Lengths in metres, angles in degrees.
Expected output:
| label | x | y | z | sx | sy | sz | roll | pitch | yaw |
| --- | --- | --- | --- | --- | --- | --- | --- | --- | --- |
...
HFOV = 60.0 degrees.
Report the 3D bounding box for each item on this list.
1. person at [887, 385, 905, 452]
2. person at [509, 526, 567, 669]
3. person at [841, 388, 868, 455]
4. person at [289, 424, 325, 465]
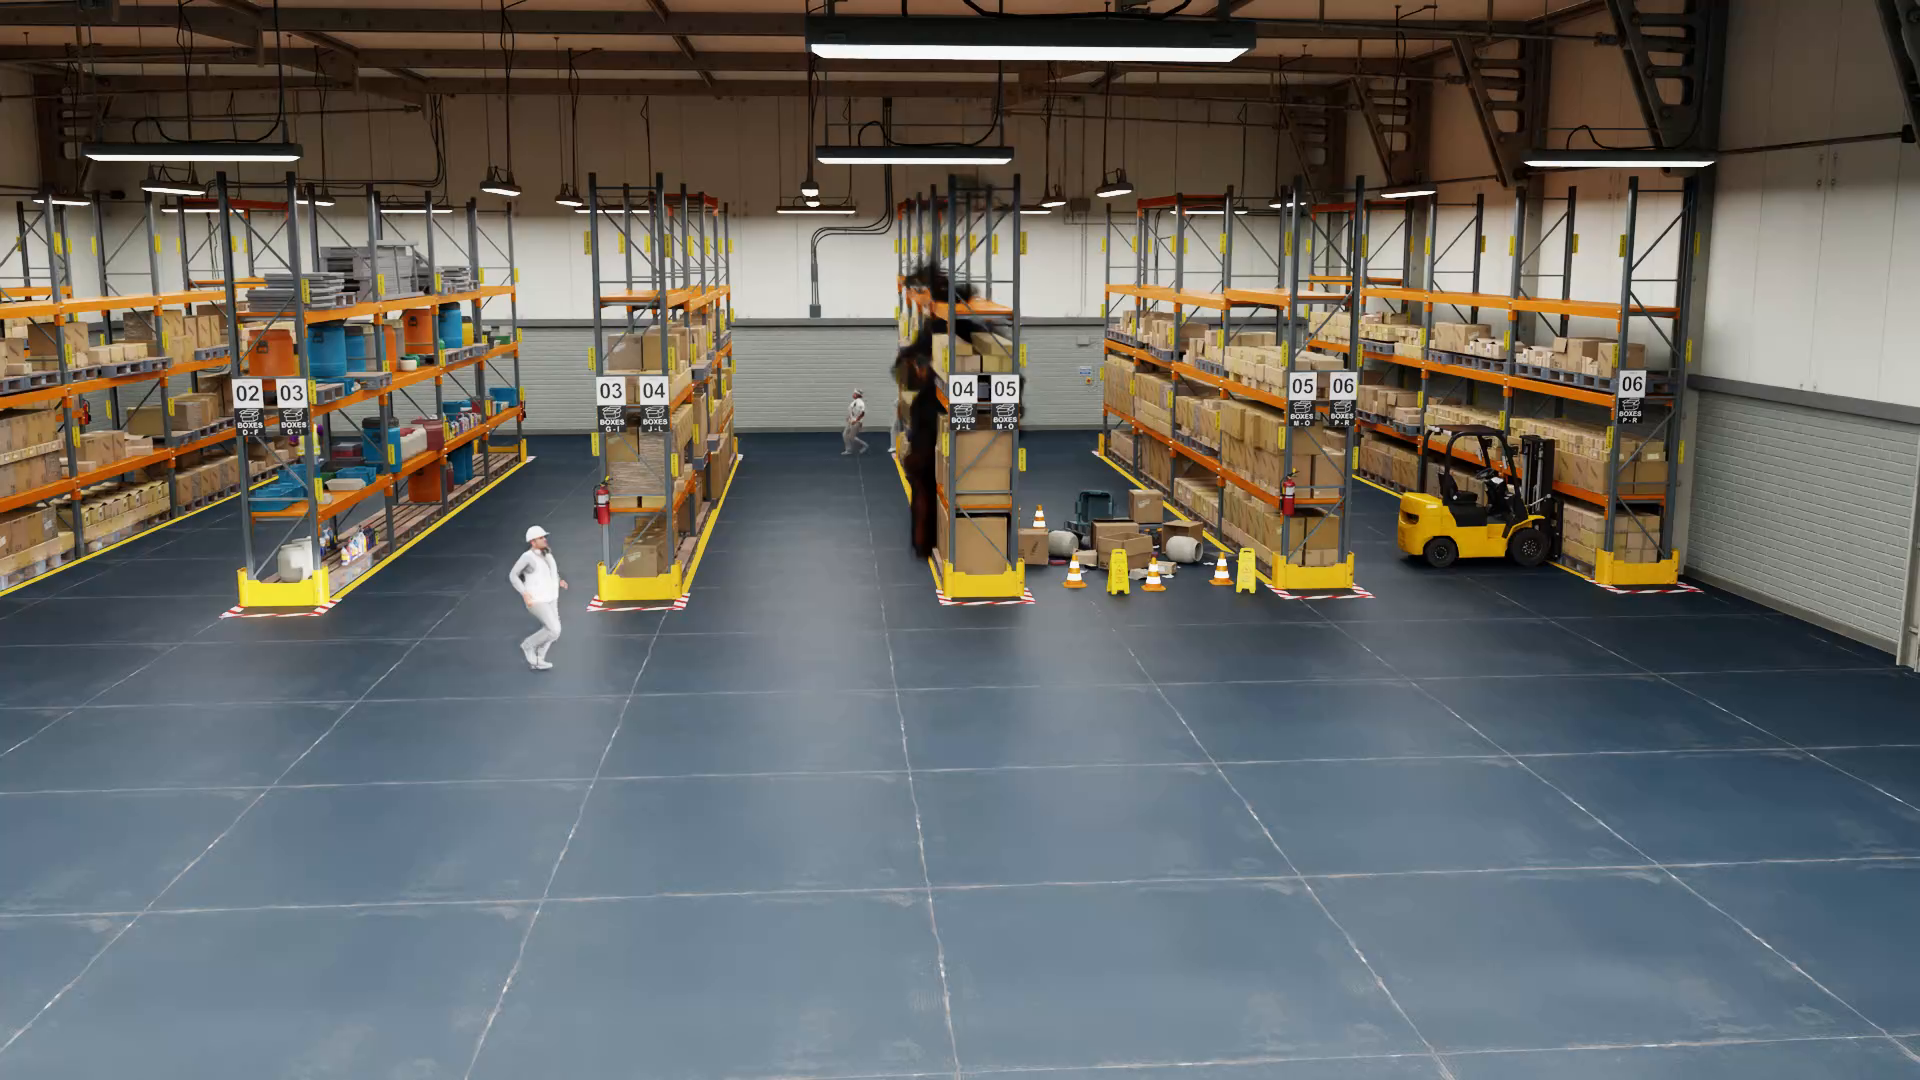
| label | x | y | z | sx | sy | sz | roll | pitch | yaw |
| --- | --- | --- | --- | --- | --- | --- | --- | --- | --- |
| person | -1.409 | -3.022 | 41.058 | 0.849 | 1.667 | 0.585 | -5 | 11 | -24 |
| person | -4.930 | 0.670 | 19.741 | 0.577 | 1.671 | 0.645 | 4 | 11 | 21 |
| person | -2.550 | -2.872 | 40.290 | 0.638 | 1.637 | 0.598 | -4 | 11 | -21 |
| person | -12.854 | -1.648 | 32.812 | 0.692 | 1.787 | 0.918 | -3 | 10 | -15 |
